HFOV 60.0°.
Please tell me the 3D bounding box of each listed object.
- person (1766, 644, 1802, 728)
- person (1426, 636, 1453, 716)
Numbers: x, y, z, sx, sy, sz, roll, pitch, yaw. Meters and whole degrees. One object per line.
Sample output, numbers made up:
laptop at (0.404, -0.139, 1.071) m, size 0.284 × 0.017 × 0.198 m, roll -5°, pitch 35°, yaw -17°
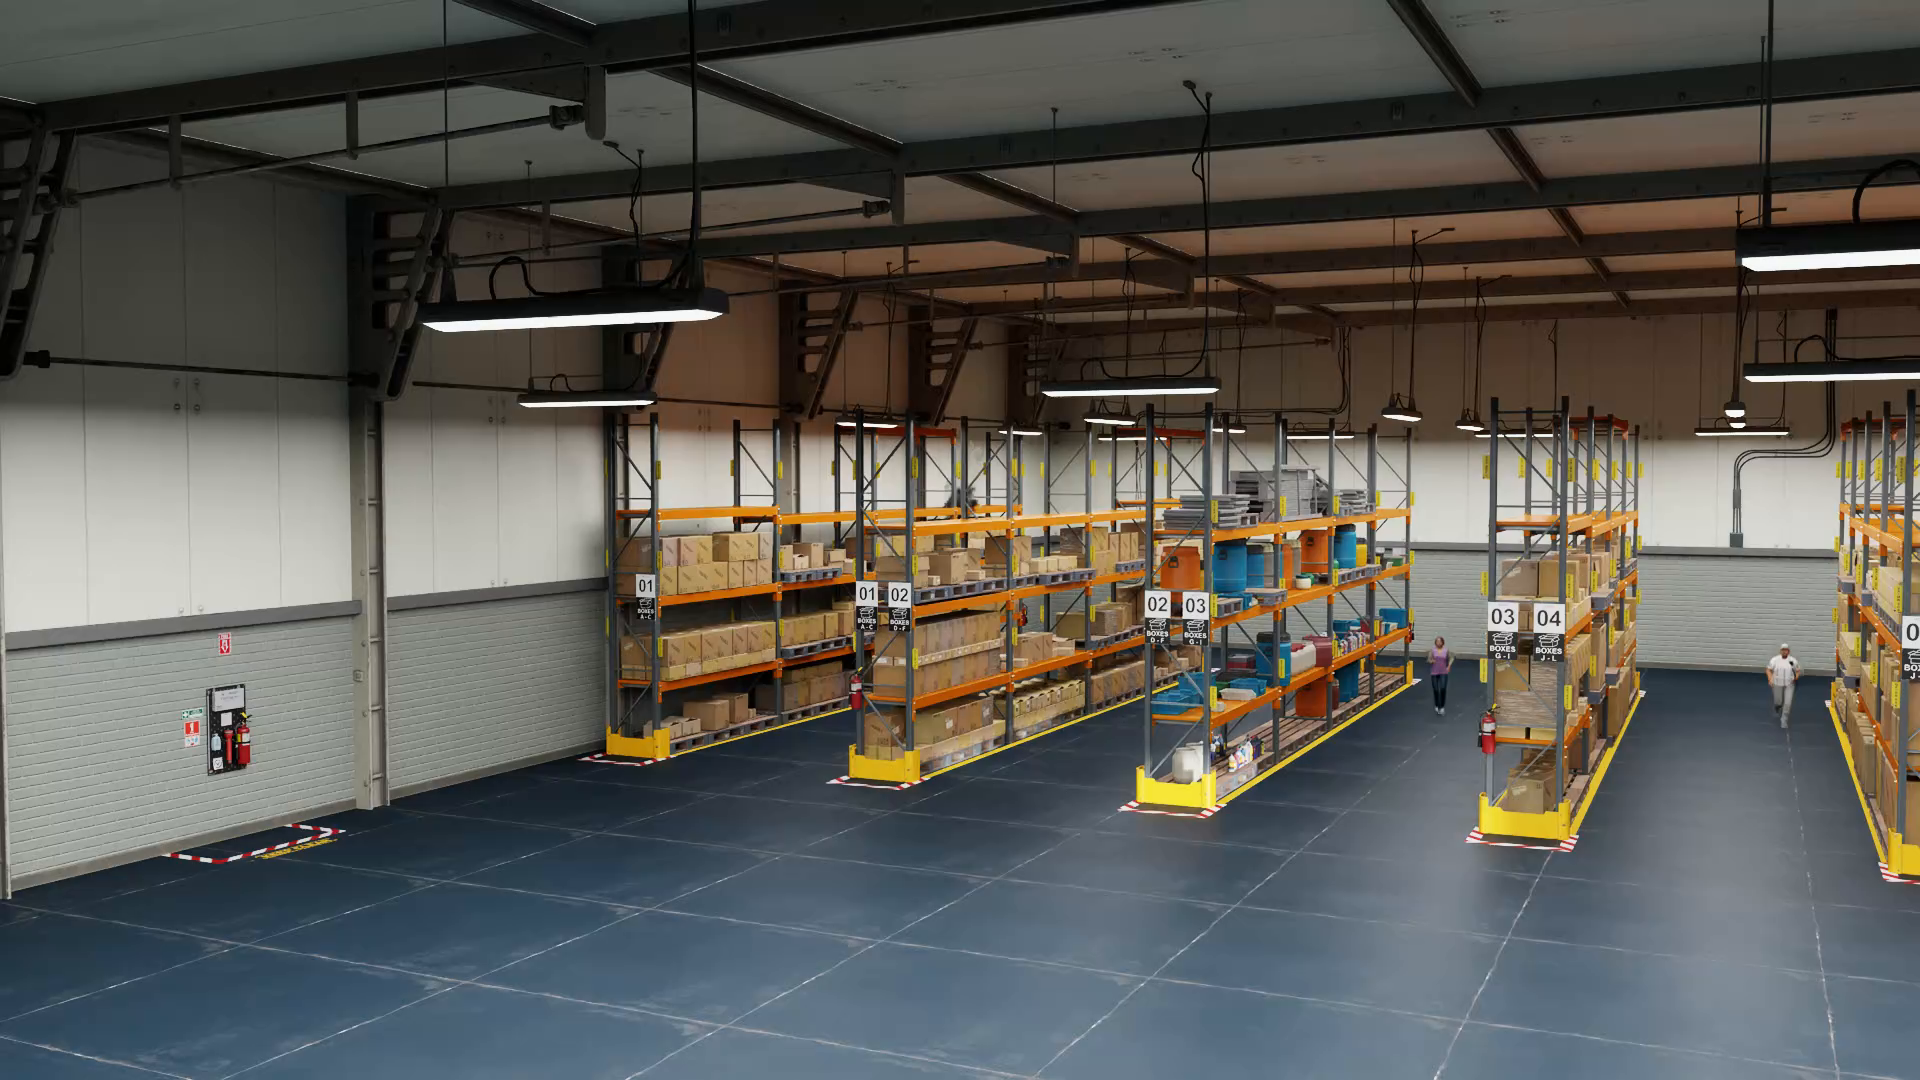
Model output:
person at (16.089, 2.845, 32.470) m, size 0.616 × 1.614 × 0.550 m, roll 1°, pitch 3°, yaw 23°
person at (9.789, 2.777, 33.951) m, size 0.514 × 1.631 × 0.653 m, roll 1°, pitch 3°, yaw 20°
